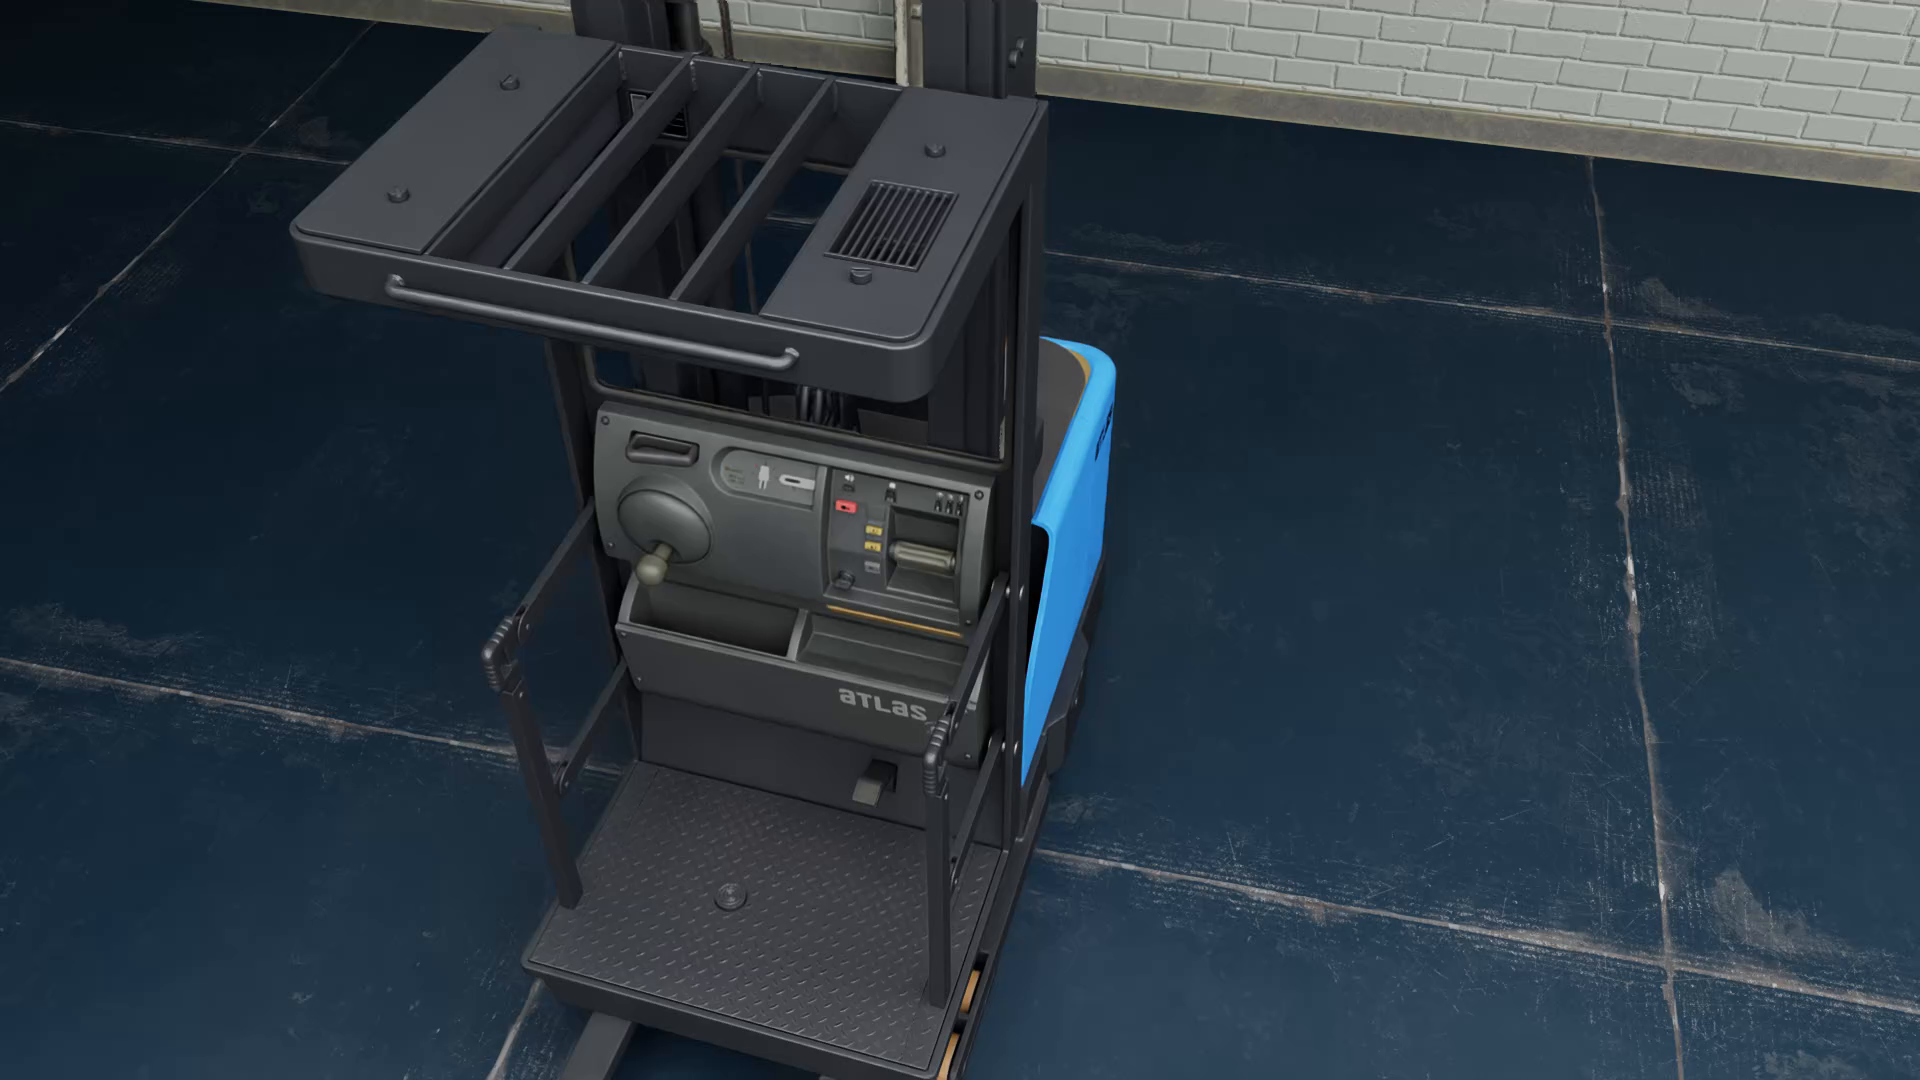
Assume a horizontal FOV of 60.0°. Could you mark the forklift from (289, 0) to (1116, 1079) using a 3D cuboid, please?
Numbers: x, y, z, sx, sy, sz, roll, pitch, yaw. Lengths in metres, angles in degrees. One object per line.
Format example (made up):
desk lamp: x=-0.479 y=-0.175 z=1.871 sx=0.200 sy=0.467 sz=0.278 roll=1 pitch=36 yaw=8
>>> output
forklift: x=-0.446 y=0.050 z=3.585 sx=1.130 sy=2.935 sz=3.031 roll=12 pitch=45 yaw=12

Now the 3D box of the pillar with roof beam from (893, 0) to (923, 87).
pillar with roof beam: x=-1.017 y=-2.451 z=1.807 sx=0.400 sy=9.000 sz=9.100 roll=9 pitch=45 yaw=9
